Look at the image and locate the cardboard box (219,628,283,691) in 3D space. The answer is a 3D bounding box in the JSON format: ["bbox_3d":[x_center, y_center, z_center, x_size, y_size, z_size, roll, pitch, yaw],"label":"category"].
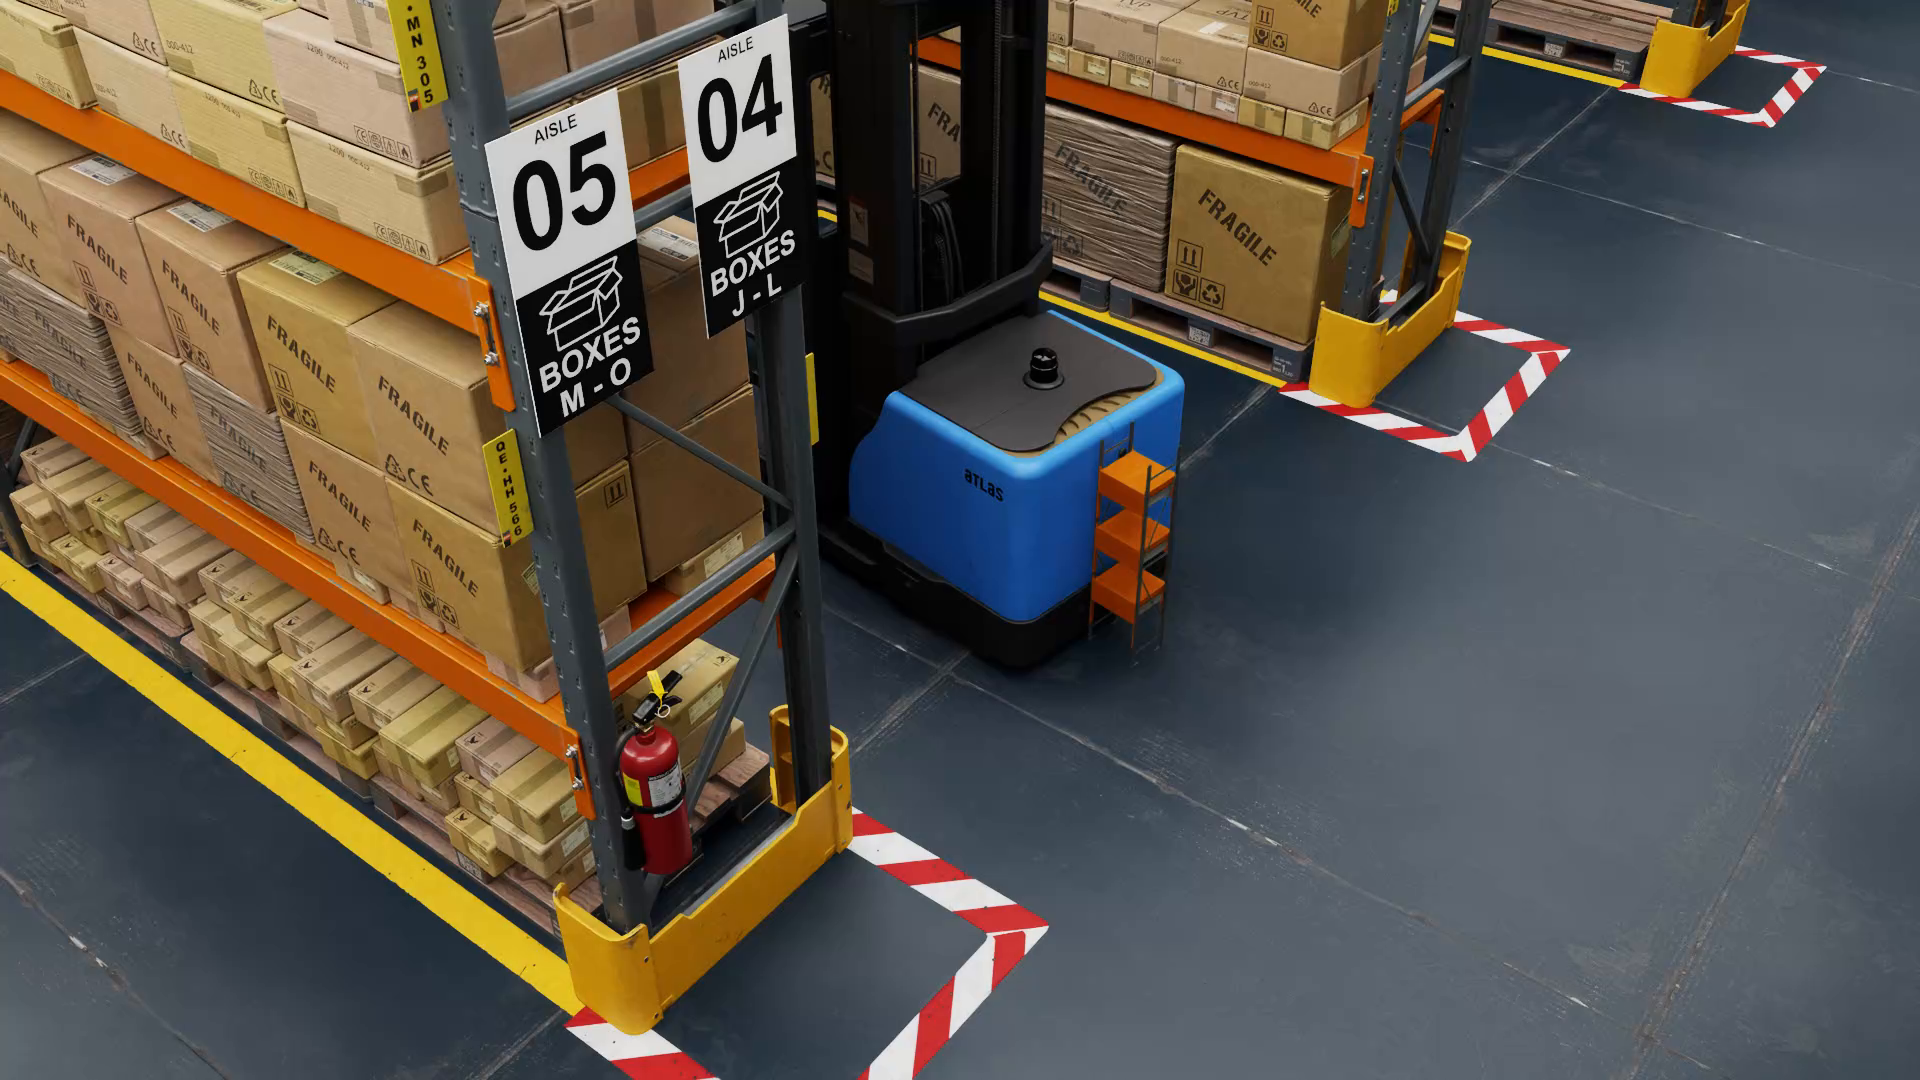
[{"bbox_3d":[-2.663,0.392,6.547,0.250,0.149,0.380,26,45,29],"label":"cardboard box"}]

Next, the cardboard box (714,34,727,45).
[{"bbox_3d":[-1.414,-3.262,10.865,0.875,0.875,1.225,25,45,29],"label":"cardboard box"}]

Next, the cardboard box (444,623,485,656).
[{"bbox_3d":[-1.415,0.190,5.278,0.250,0.149,0.380,25,45,29],"label":"cardboard box"}]

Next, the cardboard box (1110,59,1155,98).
[{"bbox_3d":[0.989,-2.460,8.662,0.250,0.149,0.380,24,44,28],"label":"cardboard box"}]

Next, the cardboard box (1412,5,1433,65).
[{"bbox_3d":[2.067,-2.575,8.486,0.500,0.250,0.500,24,44,27],"label":"cardboard box"}]

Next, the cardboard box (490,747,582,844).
[{"bbox_3d":[-1.384,0.835,5.740,0.250,0.149,0.380,26,45,29],"label":"cardboard box"}]

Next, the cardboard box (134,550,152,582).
[{"bbox_3d":[-3.210,0.047,6.987,0.250,0.149,0.380,23,44,26],"label":"cardboard box"}]

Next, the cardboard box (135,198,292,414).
[{"bbox_3d":[-2.145,-0.794,5.197,0.500,0.500,0.500,28,46,31],"label":"cardboard box"}]

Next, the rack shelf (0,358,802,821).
[{"bbox_3d":[-2.398,-0.280,6.258,4.000,0.370,1.077,25,45,29],"label":"rack shelf"}]

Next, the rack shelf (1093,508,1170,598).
[{"bbox_3d":[0.711,0.041,6.863,0.215,0.259,0.240,-31,48,-34],"label":"rack shelf"}]

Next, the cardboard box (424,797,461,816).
[{"bbox_3d":[-1.778,0.860,6.190,0.250,0.149,0.380,25,44,28],"label":"cardboard box"}]

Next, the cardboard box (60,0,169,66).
[{"bbox_3d":[-2.142,-1.565,4.598,0.500,0.250,0.500,26,45,29],"label":"cardboard box"}]

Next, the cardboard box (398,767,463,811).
[{"bbox_3d":[-1.816,0.774,6.058,0.250,0.149,0.380,23,44,27],"label":"cardboard box"}]

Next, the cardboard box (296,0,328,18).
[{"bbox_3d":[-1.402,-1.400,4.065,0.250,0.149,0.380,26,45,29],"label":"cardboard box"}]

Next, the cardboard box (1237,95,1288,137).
[{"bbox_3d":[1.594,-2.175,8.298,0.250,0.149,0.380,26,45,29],"label":"cardboard box"}]

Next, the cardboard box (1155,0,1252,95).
[{"bbox_3d":[1.335,-2.505,8.396,0.500,0.250,0.500,24,44,28],"label":"cardboard box"}]

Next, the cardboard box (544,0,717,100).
[{"bbox_3d":[-1.008,-1.428,4.424,0.500,0.250,0.500,26,45,29],"label":"cardboard box"}]

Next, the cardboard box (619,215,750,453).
[{"bbox_3d":[-1.005,-0.662,5.029,0.500,0.500,0.500,25,44,28],"label":"cardboard box"}]

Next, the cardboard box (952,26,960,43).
[{"bbox_3d":[0.169,-2.845,9.154,0.250,0.149,0.380,26,45,29],"label":"cardboard box"}]

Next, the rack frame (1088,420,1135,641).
[{"bbox_3d":[0.626,-0.021,6.925,0.200,1.050,0.008,-31,48,-34],"label":"rack frame"}]

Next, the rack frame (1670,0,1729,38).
[{"bbox_3d":[5.293,-4.630,11.231,0.127,3.000,1.000,25,45,29],"label":"rack frame"}]

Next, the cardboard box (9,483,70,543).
[{"bbox_3d":[-3.893,-0.180,7.277,0.250,0.149,0.380,27,46,30],"label":"cardboard box"}]

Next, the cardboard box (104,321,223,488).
[{"bbox_3d":[-2.527,-0.585,5.742,0.500,0.500,0.500,28,46,31],"label":"cardboard box"}]

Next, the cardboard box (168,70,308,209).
[{"bbox_3d":[-1.741,-1.164,4.492,0.500,0.250,0.500,25,45,29],"label":"cardboard box"}]

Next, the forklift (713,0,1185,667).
[{"bbox_3d":[-0.442,-1.431,7.200,1.130,2.935,3.031,-31,48,-34],"label":"forklift"}]

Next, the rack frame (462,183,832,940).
[{"bbox_3d":[-0.810,0.186,5.079,0.127,3.000,1.000,25,45,29],"label":"rack frame"}]

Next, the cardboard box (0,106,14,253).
[{"bbox_3d":[-3.355,-1.387,5.955,0.500,0.500,0.500,24,44,27],"label":"cardboard box"}]

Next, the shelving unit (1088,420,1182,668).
[{"bbox_3d":[0.711,0.033,6.856,0.215,1.050,0.252,-31,48,-34],"label":"shelving unit"}]

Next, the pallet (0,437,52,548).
[{"bbox_3d":[-4.606,-0.505,8.224,1.213,0.211,1.003,25,45,29],"label":"pallet"}]

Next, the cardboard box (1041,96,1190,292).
[{"bbox_3d":[1.004,-2.075,9.350,0.875,0.875,0.875,25,45,29],"label":"cardboard box"}]

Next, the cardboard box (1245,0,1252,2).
[{"bbox_3d":[1.670,-3.057,8.494,0.500,0.500,0.500,24,44,28],"label":"cardboard box"}]

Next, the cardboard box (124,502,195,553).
[{"bbox_3d":[-3.204,-0.069,6.895,0.250,0.149,0.380,24,44,27],"label":"cardboard box"}]

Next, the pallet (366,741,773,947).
[{"bbox_3d":[-1.494,0.934,6.386,1.213,0.211,1.003,25,45,29],"label":"pallet"}]

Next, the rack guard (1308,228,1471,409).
[{"bbox_3d":[2.303,-1.212,8.892,0.348,0.500,1.175,25,45,29],"label":"rack guard"}]

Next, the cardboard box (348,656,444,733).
[{"bbox_3d":[-1.999,0.550,6.104,0.250,0.149,0.380,23,44,27],"label":"cardboard box"}]

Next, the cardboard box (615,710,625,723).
[{"bbox_3d":[-1.253,0.574,6.314,0.250,0.149,0.380,25,44,28],"label":"cardboard box"}]

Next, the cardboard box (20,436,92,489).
[{"bbox_3d":[-3.839,-0.359,7.264,0.250,0.149,0.380,27,46,30],"label":"cardboard box"}]

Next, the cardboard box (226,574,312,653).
[{"bbox_3d":[-2.613,0.239,6.501,0.250,0.149,0.380,25,45,29],"label":"cardboard box"}]

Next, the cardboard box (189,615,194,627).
[{"bbox_3d":[-2.986,0.260,6.956,0.250,0.149,0.380,23,44,27],"label":"cardboard box"}]

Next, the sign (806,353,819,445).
[{"bbox_3d":[-0.480,-0.421,5.152,0.005,0.325,0.100,25,45,29],"label":"sign"}]

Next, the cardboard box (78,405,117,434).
[{"bbox_3d":[-3.094,-0.581,6.263,0.250,0.149,0.380,26,45,29],"label":"cardboard box"}]

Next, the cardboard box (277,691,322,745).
[{"bbox_3d":[-2.427,0.597,6.526,0.250,0.149,0.380,26,45,29],"label":"cardboard box"}]

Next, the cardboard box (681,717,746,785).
[{"bbox_3d":[-1.031,0.790,6.279,0.250,0.149,0.380,26,45,29],"label":"cardboard box"}]

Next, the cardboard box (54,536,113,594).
[{"bbox_3d":[-3.681,0.039,7.240,0.250,0.149,0.380,27,45,30],"label":"cardboard box"}]

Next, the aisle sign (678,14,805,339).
[{"bbox_3d":[-0.569,-0.957,4.430,0.004,0.787,0.394,25,45,29],"label":"aisle sign"}]

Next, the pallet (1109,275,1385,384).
[{"bbox_3d":[1.601,-1.368,9.326,1.213,0.211,1.003,25,45,29],"label":"pallet"}]

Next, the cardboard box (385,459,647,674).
[{"bbox_3d":[-1.323,-0.013,5.011,0.500,0.500,0.500,26,45,29],"label":"cardboard box"}]

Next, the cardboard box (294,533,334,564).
[{"bbox_3d":[-2.032,-0.094,5.641,0.250,0.149,0.380,23,44,27],"label":"cardboard box"}]
